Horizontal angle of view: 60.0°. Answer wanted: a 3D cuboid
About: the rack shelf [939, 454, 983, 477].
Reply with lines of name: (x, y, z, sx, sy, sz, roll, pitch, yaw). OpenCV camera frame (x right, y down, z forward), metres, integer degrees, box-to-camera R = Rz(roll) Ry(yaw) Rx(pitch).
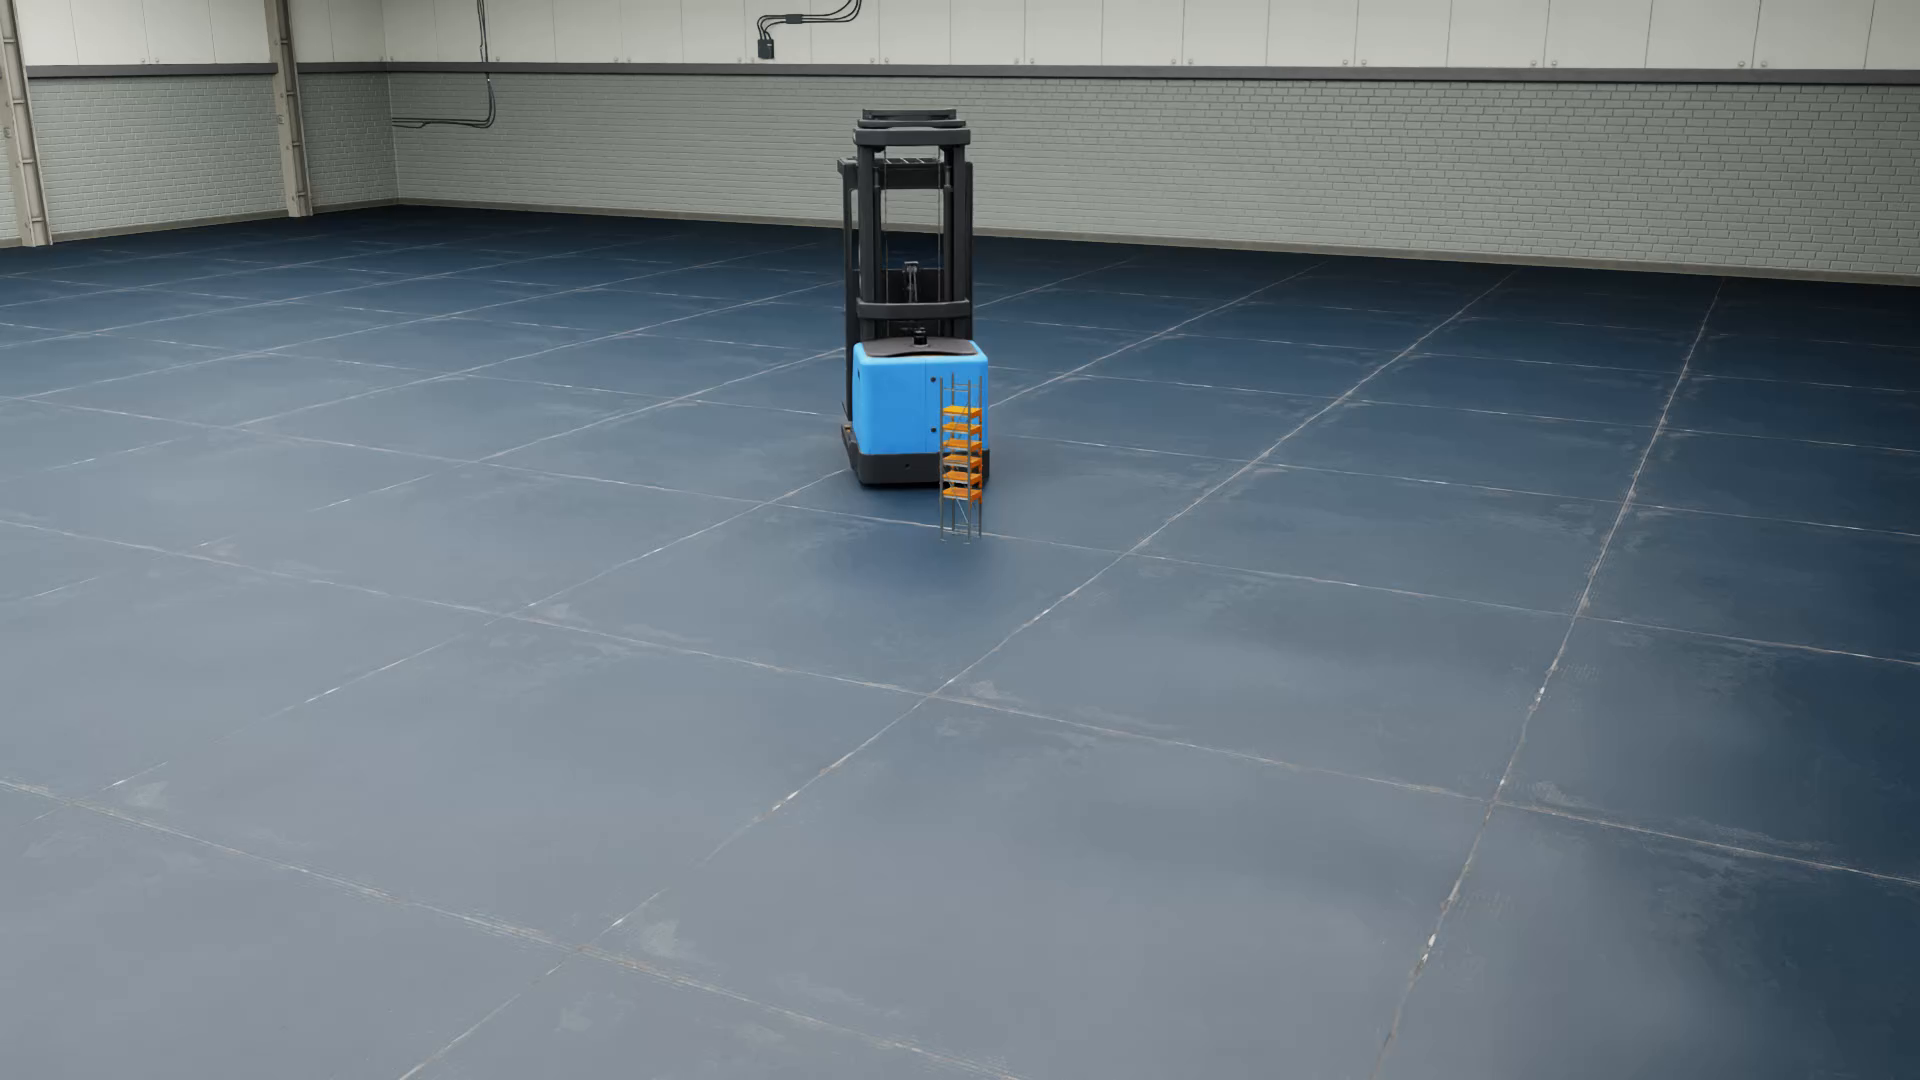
rack shelf: (0.006, -0.536, 11.879, 0.258, 0.103, 0.180, 8, 18, 25)

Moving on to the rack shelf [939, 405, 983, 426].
rack shelf: (0.006, -0.881, 11.776, 0.258, 0.103, 0.180, 8, 18, 25)

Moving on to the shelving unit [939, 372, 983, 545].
shelving unit: (0.006, -0.579, 11.866, 0.258, 1.200, 0.189, 8, 18, 25)

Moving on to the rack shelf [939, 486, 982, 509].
rack shelf: (0.006, -0.306, 11.947, 0.258, 0.103, 0.180, 8, 18, 25)

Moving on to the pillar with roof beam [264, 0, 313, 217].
pillar with roof beam: (-10.024, -10.587, 31.863, 9.100, 9.000, 0.400, 8, 18, 25)

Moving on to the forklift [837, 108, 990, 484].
forklift: (-0.470, -2.226, 14.372, 1.130, 2.935, 3.031, -2, 17, -7)

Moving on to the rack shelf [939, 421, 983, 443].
rack shelf: (0.006, -0.766, 11.810, 0.258, 0.103, 0.180, 8, 18, 25)

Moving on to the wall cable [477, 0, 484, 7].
wall cable: (-8.956, -12.305, 34.231, 3.097, 2.526, 0.112, 8, 18, 25)

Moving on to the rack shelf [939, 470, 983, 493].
rack shelf: (0.006, -0.421, 11.913, 0.258, 0.103, 0.180, 8, 18, 25)

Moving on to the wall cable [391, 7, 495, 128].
wall cable: (-11.376, -10.228, 36.109, 3.097, 2.526, 0.112, 8, 18, 25)

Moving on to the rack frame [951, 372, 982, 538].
rack frame: (0.047, -0.602, 11.944, 0.240, 1.200, 0.006, 8, 18, 25)

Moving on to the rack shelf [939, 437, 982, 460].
rack shelf: (0.006, -0.651, 11.844, 0.258, 0.103, 0.180, 8, 18, 25)

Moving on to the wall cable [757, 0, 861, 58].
wall cable: (-2.890, -12.135, 31.102, 2.305, 6.003, 0.169, 8, 18, 25)

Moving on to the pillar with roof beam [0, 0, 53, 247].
pillar with roof beam: (-12.705, -9.058, 26.717, 9.100, 9.000, 0.400, 8, 18, 25)

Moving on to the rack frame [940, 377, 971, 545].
rack frame: (-0.034, -0.556, 11.787, 0.240, 1.200, 0.006, 8, 18, 25)
